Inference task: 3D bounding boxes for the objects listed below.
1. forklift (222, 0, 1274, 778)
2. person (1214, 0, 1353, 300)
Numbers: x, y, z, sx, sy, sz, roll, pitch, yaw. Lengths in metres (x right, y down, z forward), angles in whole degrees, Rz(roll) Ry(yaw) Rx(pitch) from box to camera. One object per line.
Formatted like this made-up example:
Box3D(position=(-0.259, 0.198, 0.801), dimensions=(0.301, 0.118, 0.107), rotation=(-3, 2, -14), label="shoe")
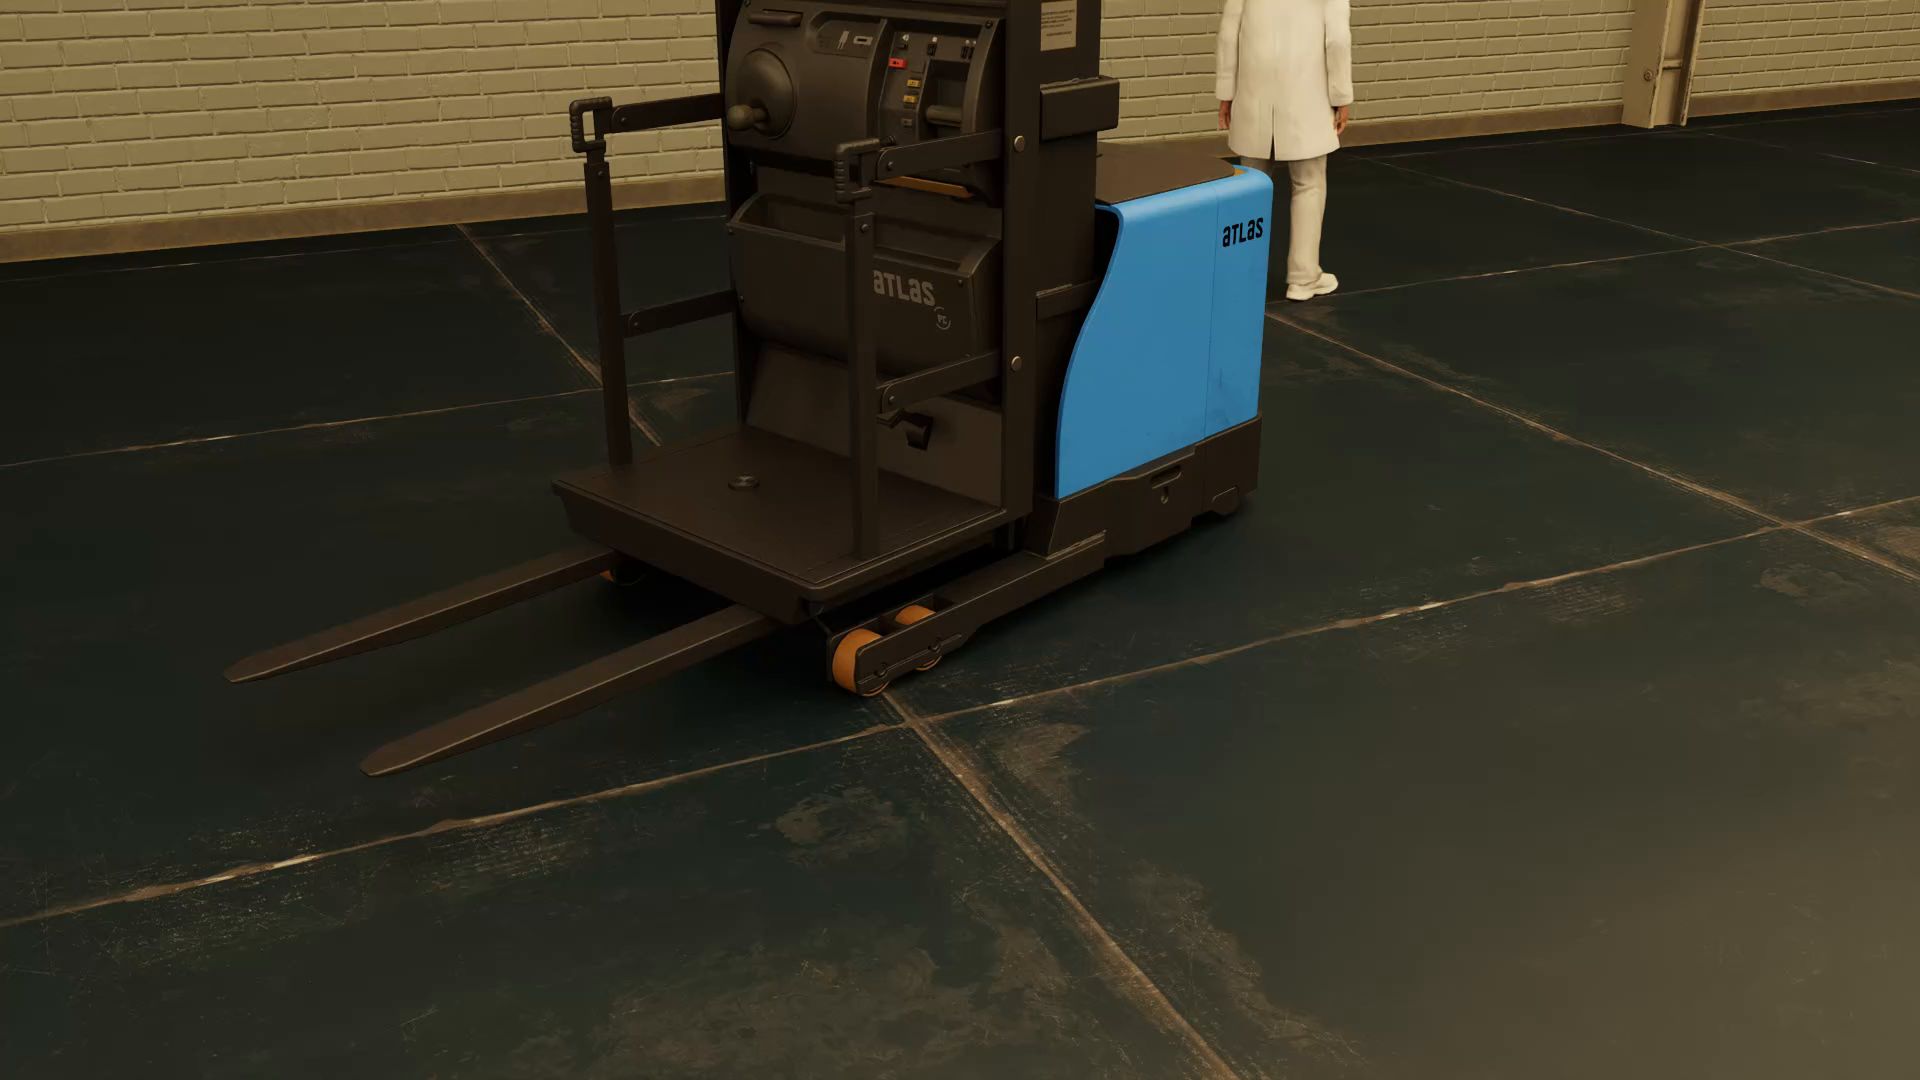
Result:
Box3D(position=(-0.413, -1.182, 4.131), dimensions=(1.130, 2.935, 3.031), rotation=(19, 29, 39), label="forklift")
Box3D(position=(1.484, -2.014, 7.646), dimensions=(0.643, 1.772, 0.436), rotation=(10, 25, 22), label="person")
